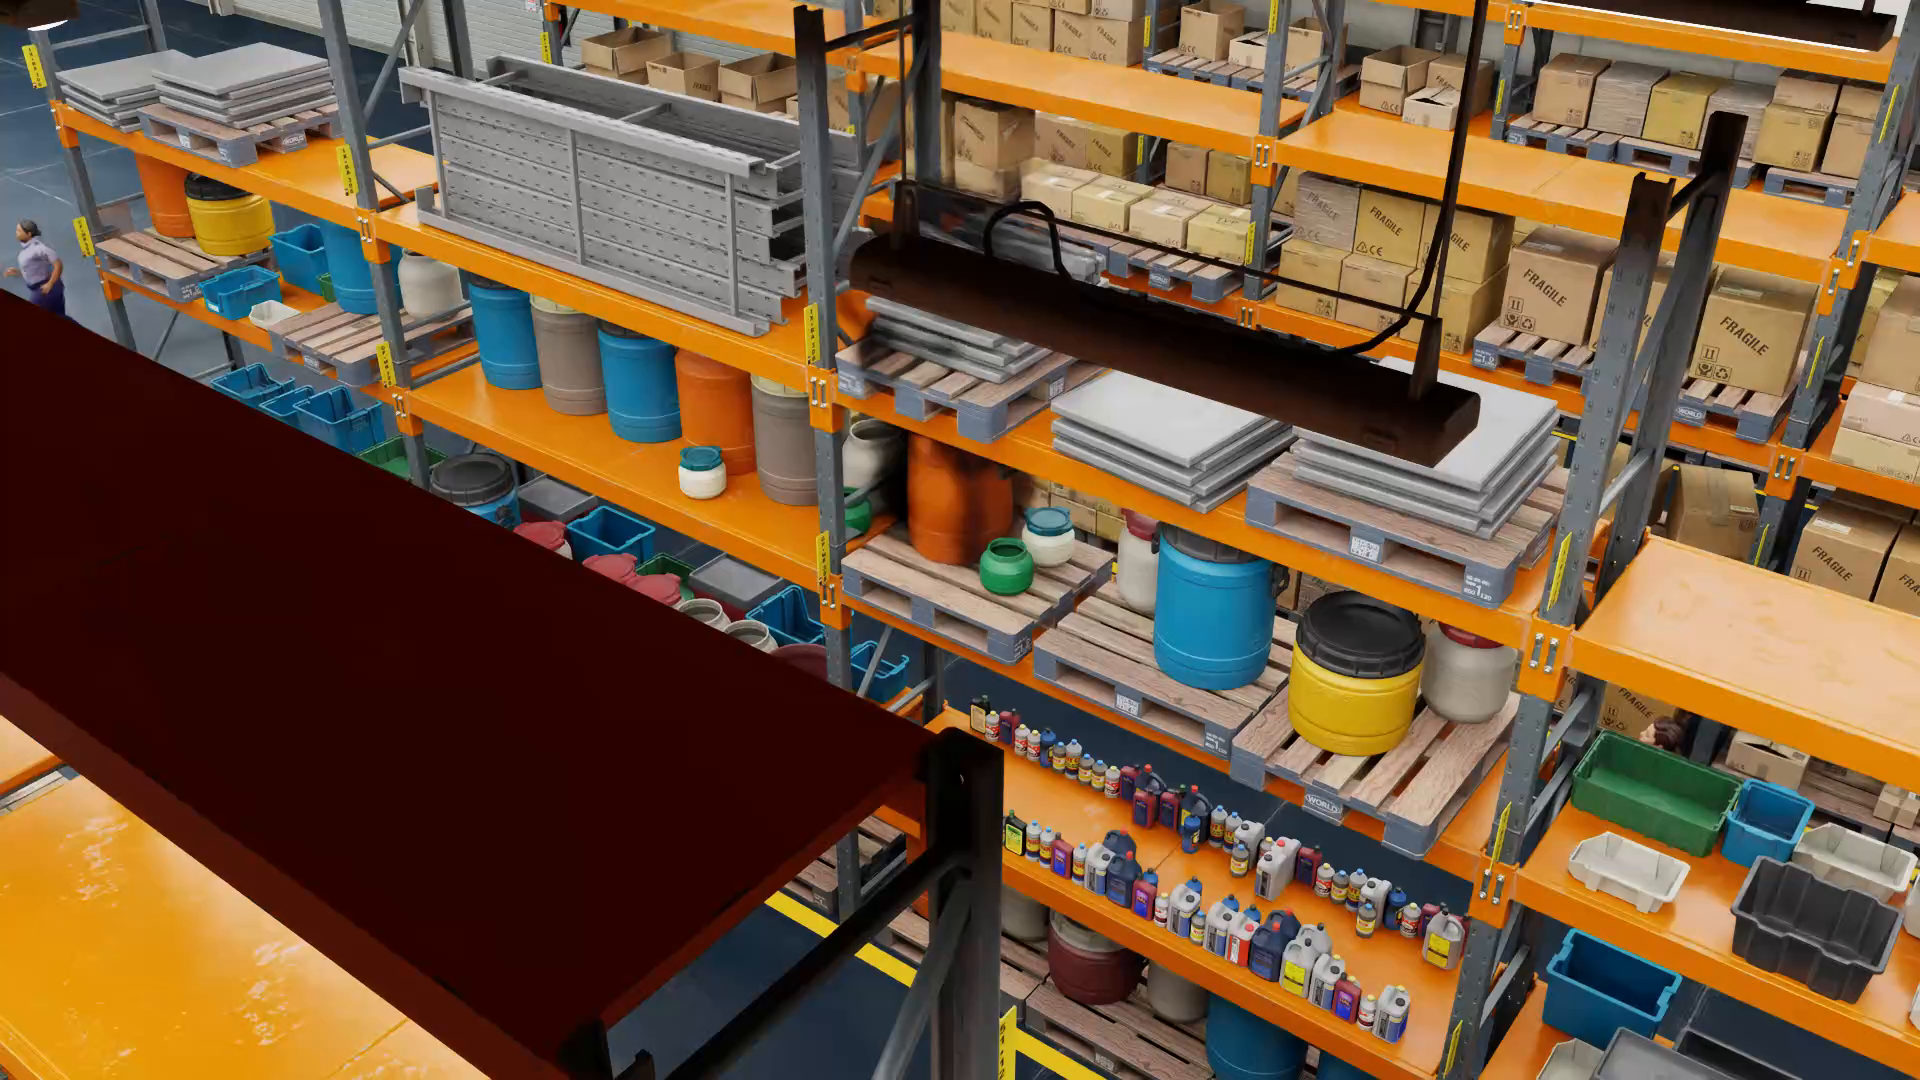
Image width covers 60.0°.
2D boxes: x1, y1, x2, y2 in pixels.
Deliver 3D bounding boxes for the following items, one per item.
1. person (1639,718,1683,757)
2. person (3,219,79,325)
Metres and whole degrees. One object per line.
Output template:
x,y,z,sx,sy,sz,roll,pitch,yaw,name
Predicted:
4.359,1.757,10.708,0.791,1.486,0.574,12,33,18,person
-9.978,-2.680,18.134,0.685,1.646,0.580,-16,35,-24,person
